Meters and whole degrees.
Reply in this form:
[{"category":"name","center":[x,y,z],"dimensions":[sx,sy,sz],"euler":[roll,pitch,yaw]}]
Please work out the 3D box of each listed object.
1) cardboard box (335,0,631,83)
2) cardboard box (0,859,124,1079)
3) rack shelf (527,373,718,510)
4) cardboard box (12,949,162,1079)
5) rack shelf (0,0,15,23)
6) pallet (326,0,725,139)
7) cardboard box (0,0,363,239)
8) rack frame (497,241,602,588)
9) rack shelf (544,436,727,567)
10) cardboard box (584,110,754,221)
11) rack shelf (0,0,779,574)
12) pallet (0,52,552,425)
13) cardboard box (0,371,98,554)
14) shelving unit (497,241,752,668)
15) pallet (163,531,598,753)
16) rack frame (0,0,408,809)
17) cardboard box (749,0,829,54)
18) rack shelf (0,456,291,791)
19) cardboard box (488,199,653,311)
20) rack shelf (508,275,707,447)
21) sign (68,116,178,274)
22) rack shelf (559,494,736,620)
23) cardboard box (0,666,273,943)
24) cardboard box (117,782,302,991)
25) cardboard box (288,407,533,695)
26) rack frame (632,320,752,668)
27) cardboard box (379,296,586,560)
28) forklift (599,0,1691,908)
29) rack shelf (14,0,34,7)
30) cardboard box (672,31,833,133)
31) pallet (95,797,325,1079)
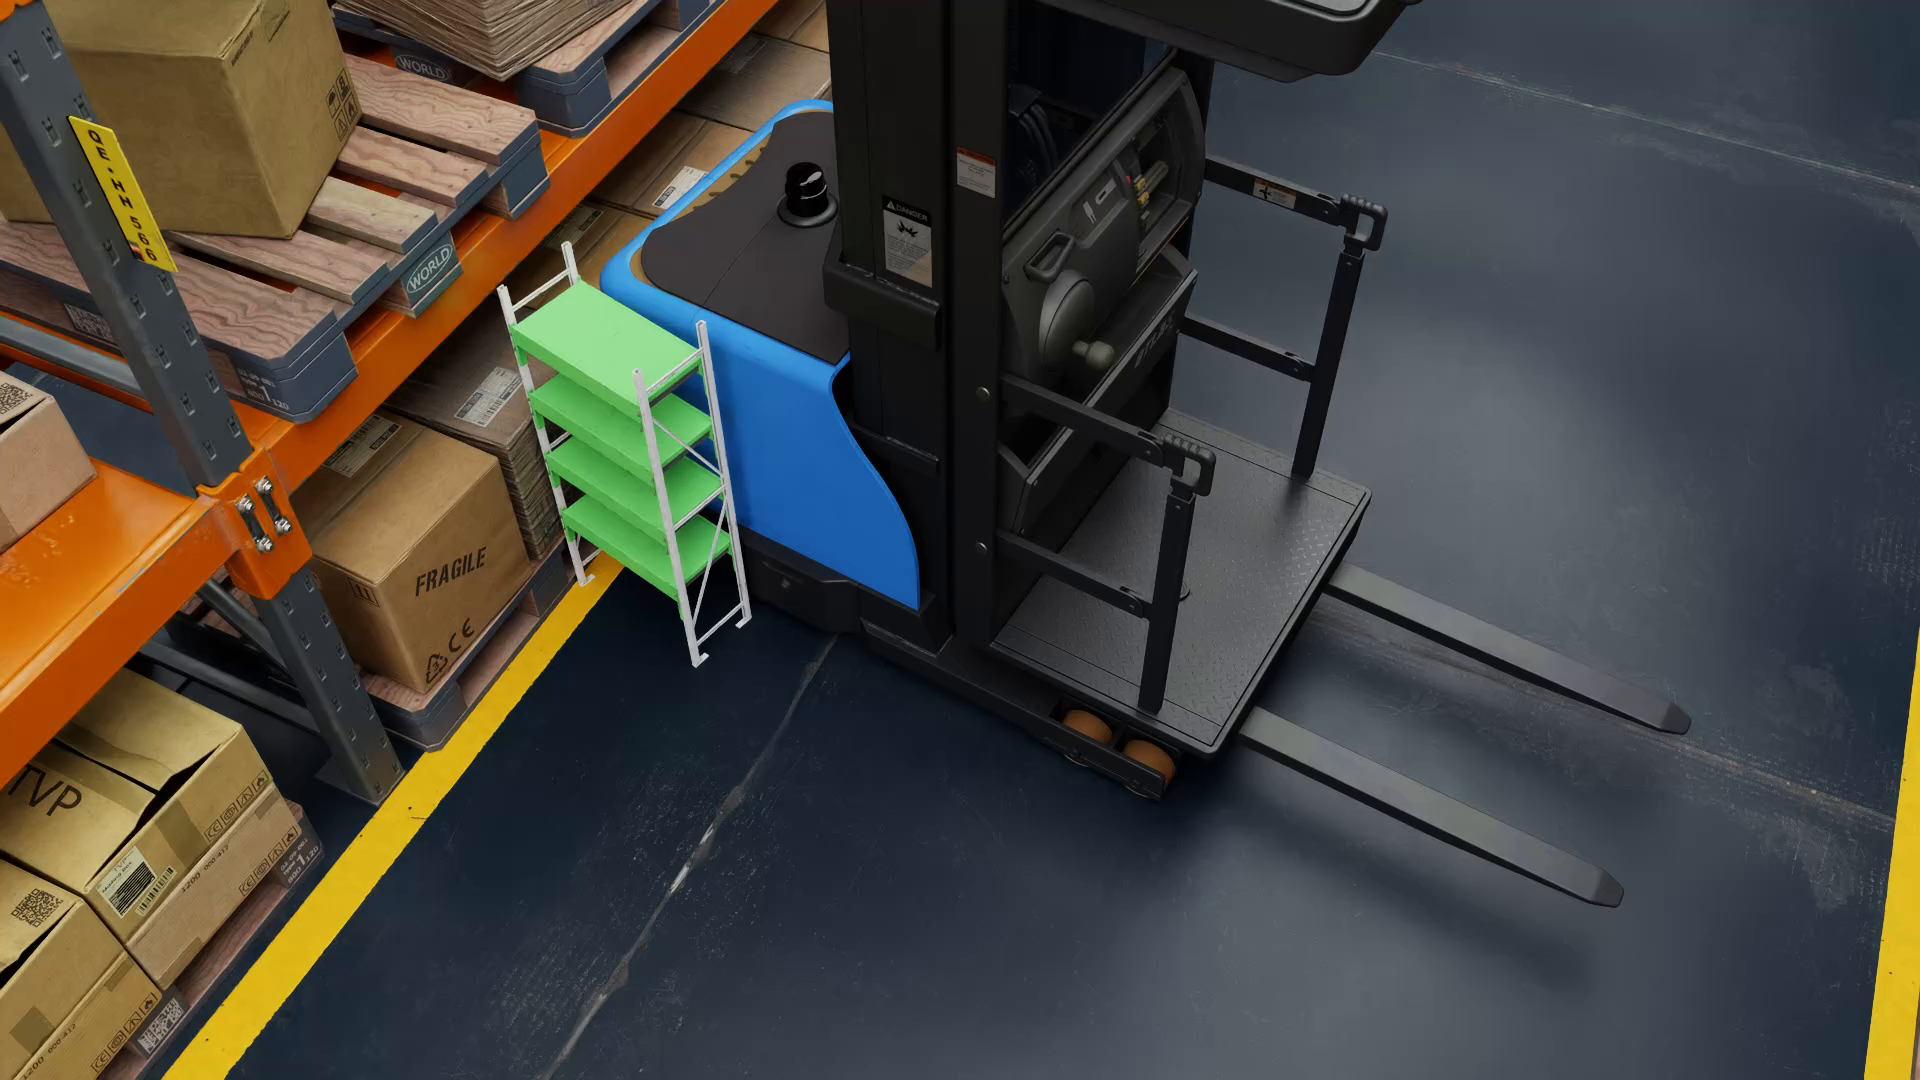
[{"category":"cardboard box","center":[-1.307,-1.639,4.334],"dimensions":[0.700,0.500,0.500],"euler":[29,56,23]},{"category":"cardboard box","center":[-2.255,0.942,3.641],"dimensions":[0.500,0.311,0.500],"euler":[19,52,16]},{"category":"rack shelf","center":[-0.904,-0.315,4.499],"dimensions":[0.480,0.148,0.258],"euler":[31,56,24]},{"category":"cardboard box","center":[-2.258,1.120,3.857],"dimensions":[0.500,0.250,0.500],"euler":[19,52,16]},{"category":"rack shelf","center":[-2.892,0.206,1.608],"dimensions":[1.077,0.370,4.000],"euler":[20,52,16]},{"category":"pallet","center":[-1.211,-1.711,4.862],"dimensions":[1.003,0.211,1.213],"euler":[20,52,16]},{"category":"cardboard box","center":[-1.870,-1.071,3.851],"dimensions":[0.700,0.500,0.500],"euler":[4,50,4]},{"category":"rack frame","center":[-1.094,-0.317,4.732],"dimensions":[0.015,1.200,0.240],"euler":[31,56,24]},{"category":"rack shelf","center":[-0.904,-0.159,4.682],"dimensions":[0.480,0.148,0.258],"euler":[31,56,24]},{"category":"cardboard box","center":[-0.929,-1.052,5.528],"dimensions":[0.500,0.500,0.500],"euler":[18,52,15]},{"category":"rack shelf","center":[-1.183,-1.576,5.094],"dimensions":[1.077,0.370,4.000],"euler":[20,52,16]},{"category":"pallet","center":[-1.811,-0.860,4.138],"dimensions":[1.213,0.211,1.003],"euler":[20,52,16]},{"category":"cardboard box","center":[-2.232,-0.167,3.481],"dimensions":[0.500,0.311,0.500],"euler":[23,53,18]},{"category":"shelving unit","center":[-0.904,-0.201,4.633],"dimensions":[0.503,1.200,0.258],"euler":[31,56,24]},{"category":"pallet","center":[-1.684,-0.031,5.137],"dimensions":[1.003,0.211,1.213],"euler":[20,52,16]},{"category":"rack frame","center":[-2.037,-0.432,3.648],"dimensions":[1.000,3.000,0.127],"euler":[20,52,16]},{"category":"cardboard box","center":[-0.499,-1.749,6.121],"dimensions":[0.500,0.500,0.500],"euler":[20,52,16]},{"category":"rack shelf","center":[-2.892,1.178,2.750],"dimensions":[1.077,0.370,4.000],"euler":[20,52,16]},{"category":"cardboard box","center":[-1.147,-0.691,5.221],"dimensions":[0.500,0.500,0.500],"euler":[19,52,16]},{"category":"rack shelf","center":[-0.904,-0.470,4.316],"dimensions":[0.480,0.148,0.258],"euler":[31,56,24]},{"category":"sign","center":[-1.534,-0.629,3.056],"dimensions":[0.100,0.325,0.005],"euler":[20,52,16]},{"category":"rack shelf","center":[-0.904,-0.004,4.864],"dimensions":[0.480,0.148,0.258],"euler":[31,56,24]},{"category":"cardboard box","center":[-2.038,0.582,3.947],"dimensions":[0.500,0.311,0.500],"euler":[21,53,17]},{"category":"cardboard box","center":[-2.041,0.764,4.160],"dimensions":[0.500,0.250,0.500],"euler":[21,53,17]},{"category":"cardboard box","center":[-1.584,0.015,4.620],"dimensions":[0.500,0.500,0.500],"euler":[22,53,18]},{"category":"rack frame","center":[-0.713,-0.085,4.534],"dimensions":[0.015,1.200,0.240],"euler":[31,56,24]},{"category":"cardboard box","center":[-1.366,-0.348,4.929],"dimensions":[0.500,0.500,0.500],"euler":[18,52,15]},{"category":"forklift","center":[0.534,-0.701,3.922],"dimensions":[3.031,2.935,1.130],"euler":[25,54,20]},{"category":"rack shelf","center":[-1.183,-2.549,3.952],"dimensions":[1.077,0.370,4.000],"euler":[20,52,16]},{"category":"cardboard box","center":[-0.713,-1.403,5.827],"dimensions":[0.500,0.500,0.500],"euler":[20,53,17]},{"category":"pallet","center":[-2.424,1.025,4.239],"dimensions":[1.003,0.211,1.213],"euler":[20,52,16]}]
